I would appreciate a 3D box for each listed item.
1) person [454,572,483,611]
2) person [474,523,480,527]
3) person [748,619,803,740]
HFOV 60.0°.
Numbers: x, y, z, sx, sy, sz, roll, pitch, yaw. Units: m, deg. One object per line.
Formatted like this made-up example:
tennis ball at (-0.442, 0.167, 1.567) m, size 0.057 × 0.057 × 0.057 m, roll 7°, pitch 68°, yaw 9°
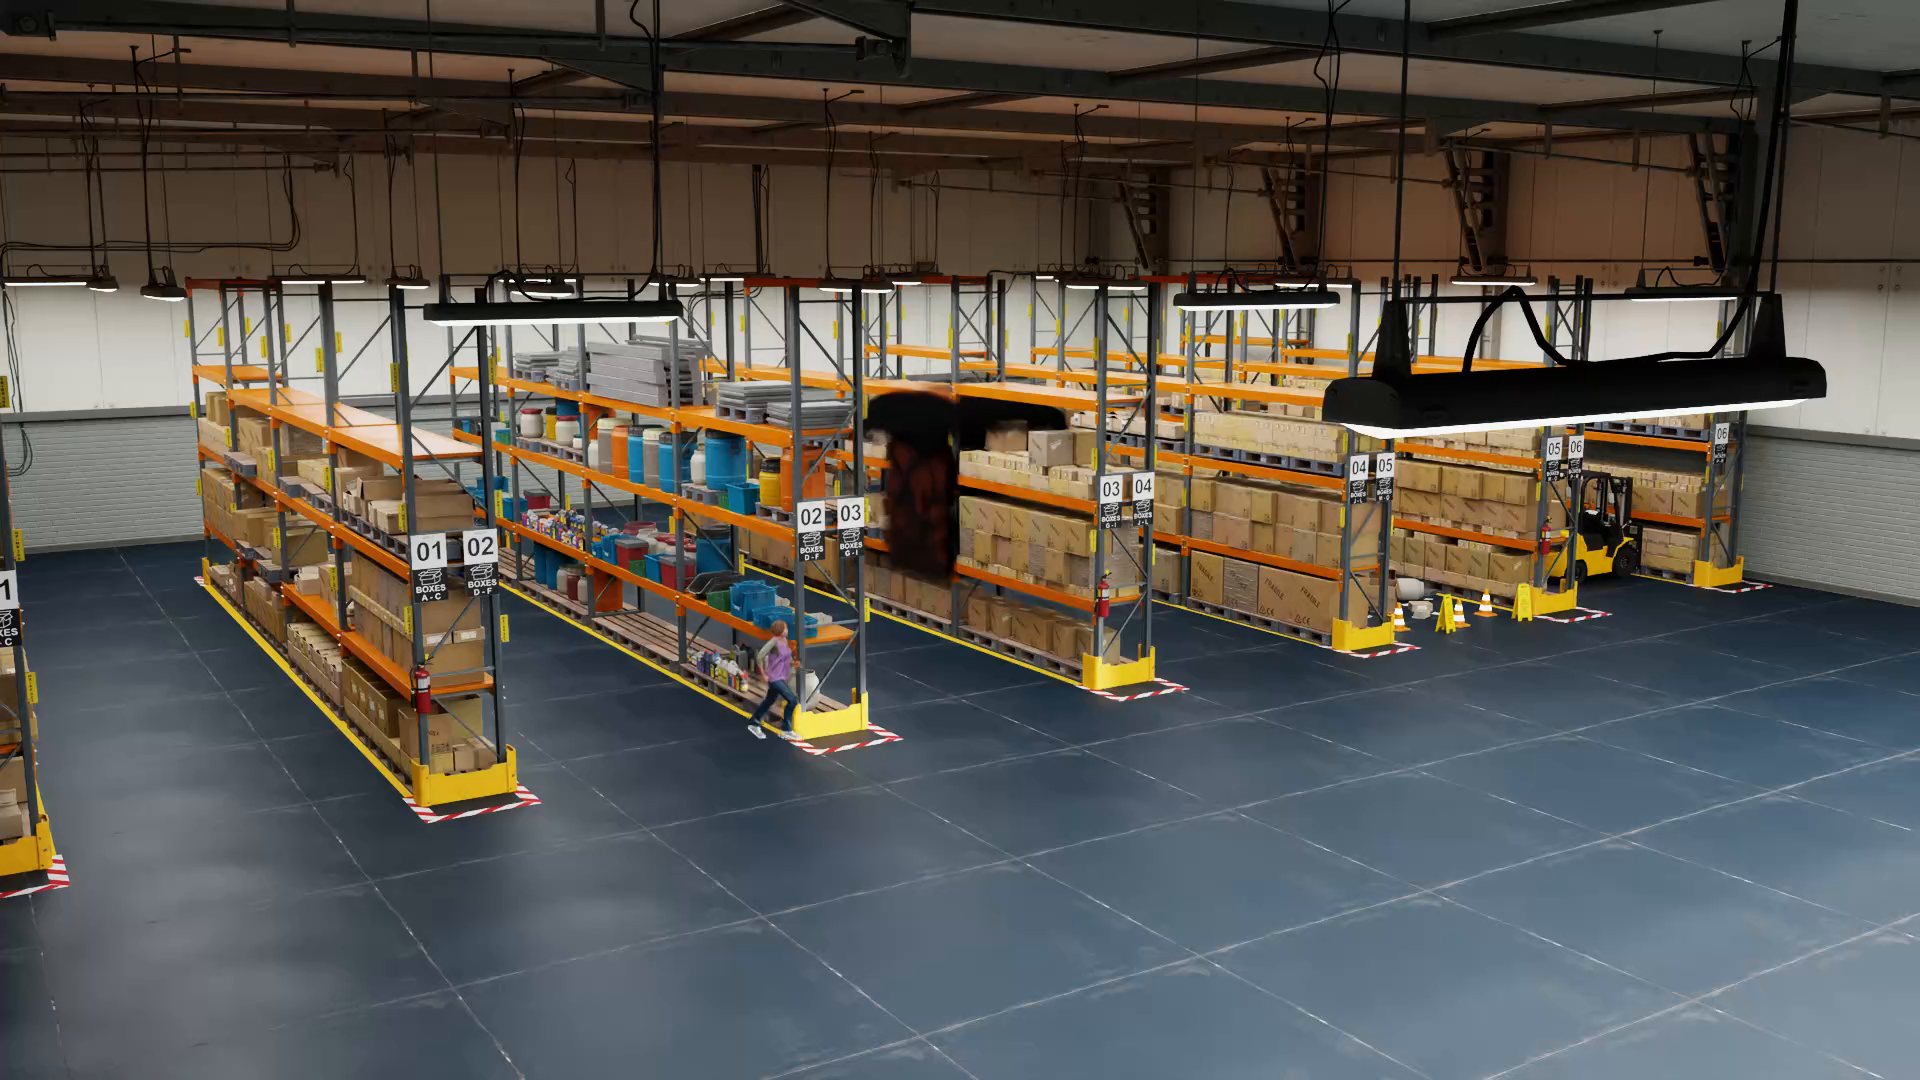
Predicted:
person at (-8.112, 0.765, 27.480) m, size 0.719 × 1.562 × 0.568 m, roll 9°, pitch 13°, yaw 42°
person at (-8.691, 0.393, 29.649) m, size 0.596 × 1.458 × 0.633 m, roll -5°, pitch 11°, yaw -29°
person at (-2.391, 1.804, 21.286) m, size 0.767 × 1.557 × 0.554 m, roll 2°, pitch 10°, yaw 14°
